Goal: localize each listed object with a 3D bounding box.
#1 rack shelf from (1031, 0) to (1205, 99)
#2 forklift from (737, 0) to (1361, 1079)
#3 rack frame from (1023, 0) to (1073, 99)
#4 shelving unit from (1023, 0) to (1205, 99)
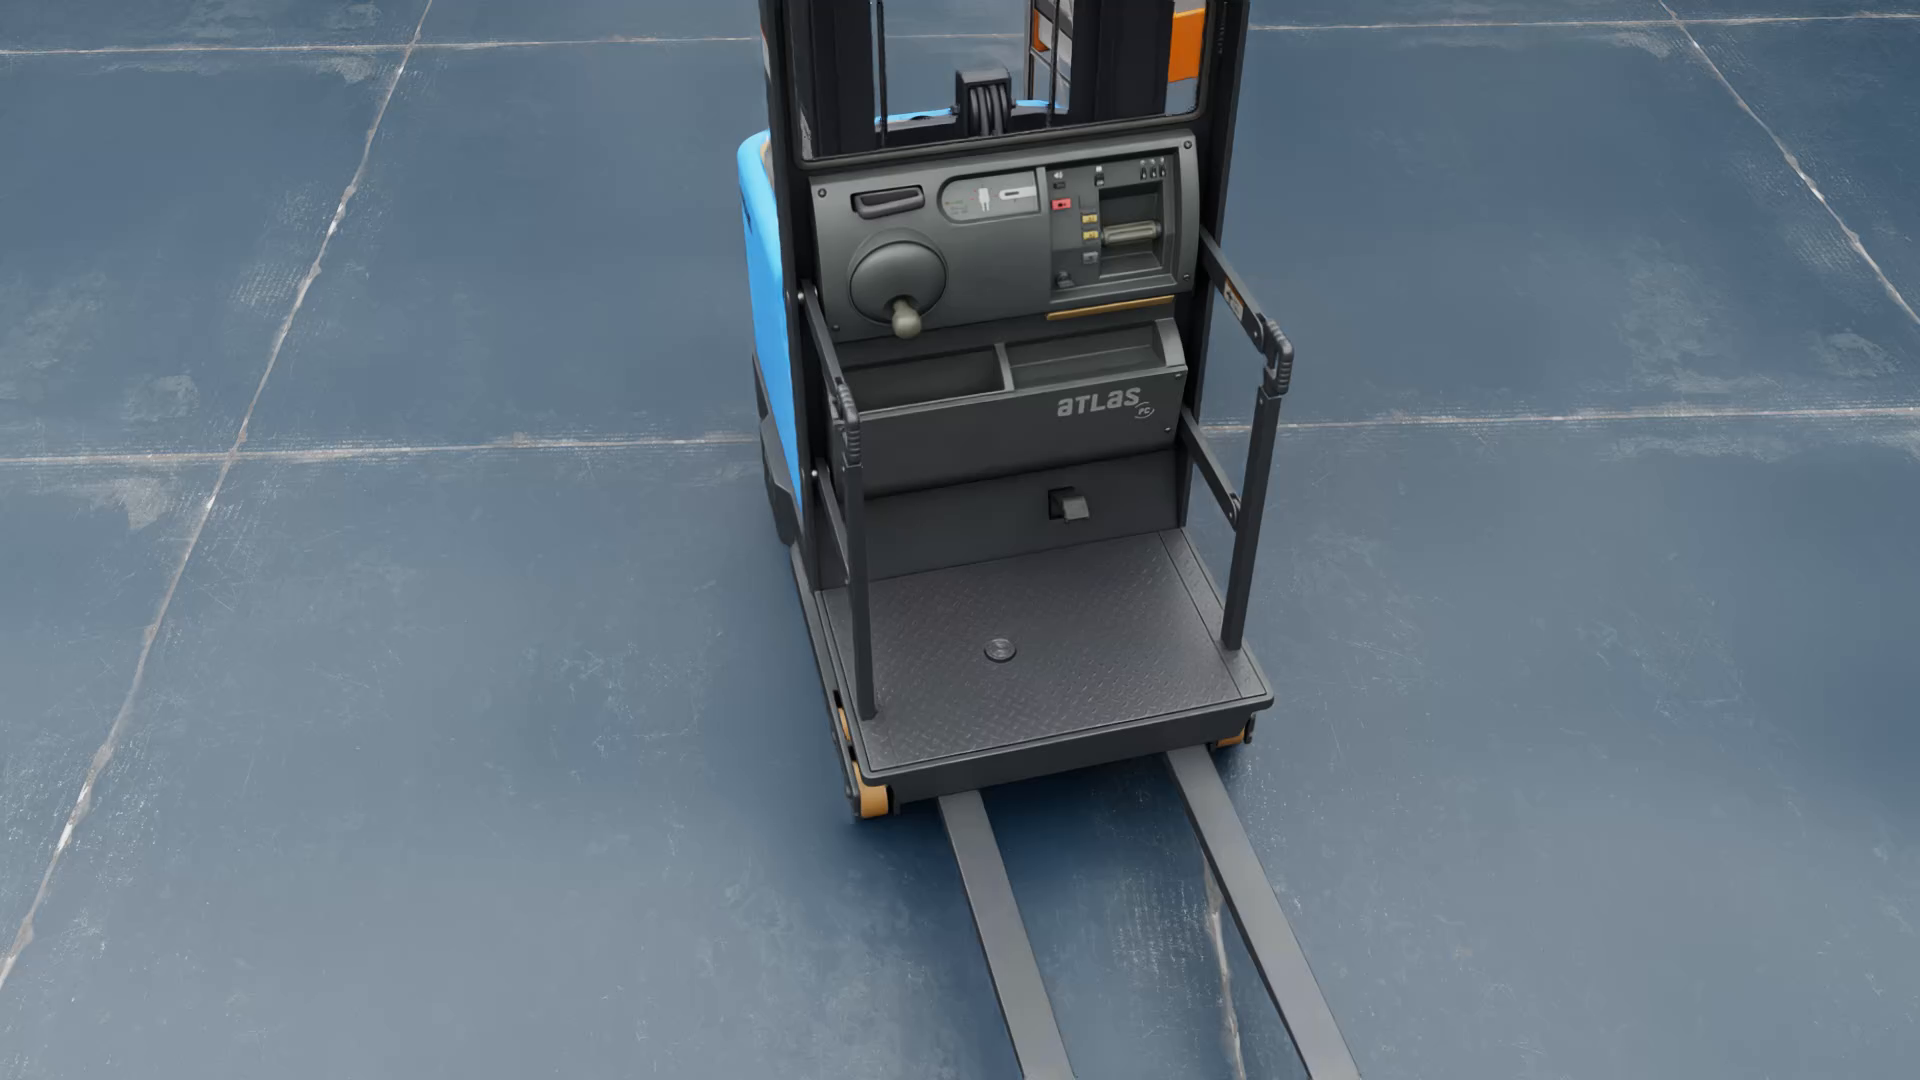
[{"bbox_3d":[0.523,-1.565,5.424,0.480,0.518,0.431,-18,45,-19],"label":"rack shelf"},{"bbox_3d":[0.173,-0.632,3.770,1.130,2.935,3.031,-10,43,-10],"label":"forklift"},{"bbox_3d":[0.303,-1.504,5.337,0.015,2.100,0.400,-18,45,-19],"label":"rack frame"},{"bbox_3d":[0.523,-1.575,5.415,0.503,2.100,0.431,-18,45,-19],"label":"shelving unit"}]
